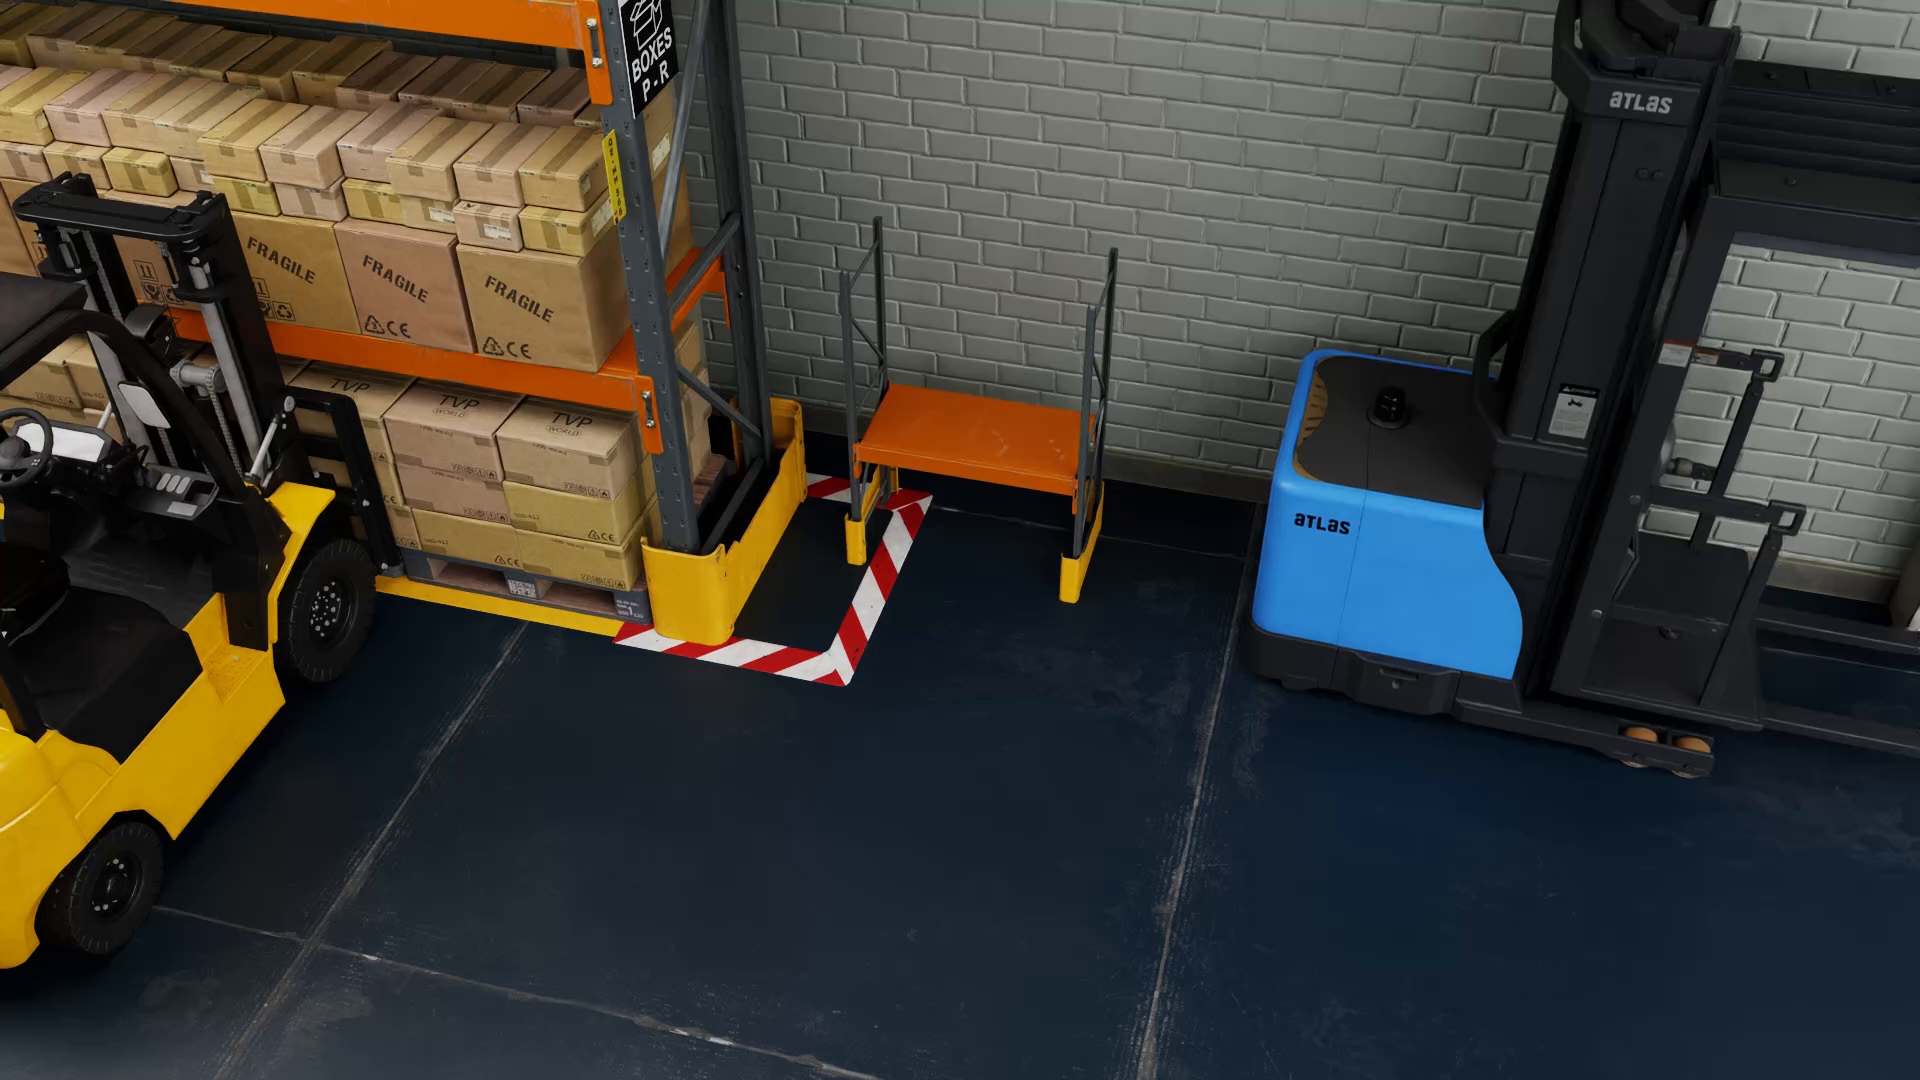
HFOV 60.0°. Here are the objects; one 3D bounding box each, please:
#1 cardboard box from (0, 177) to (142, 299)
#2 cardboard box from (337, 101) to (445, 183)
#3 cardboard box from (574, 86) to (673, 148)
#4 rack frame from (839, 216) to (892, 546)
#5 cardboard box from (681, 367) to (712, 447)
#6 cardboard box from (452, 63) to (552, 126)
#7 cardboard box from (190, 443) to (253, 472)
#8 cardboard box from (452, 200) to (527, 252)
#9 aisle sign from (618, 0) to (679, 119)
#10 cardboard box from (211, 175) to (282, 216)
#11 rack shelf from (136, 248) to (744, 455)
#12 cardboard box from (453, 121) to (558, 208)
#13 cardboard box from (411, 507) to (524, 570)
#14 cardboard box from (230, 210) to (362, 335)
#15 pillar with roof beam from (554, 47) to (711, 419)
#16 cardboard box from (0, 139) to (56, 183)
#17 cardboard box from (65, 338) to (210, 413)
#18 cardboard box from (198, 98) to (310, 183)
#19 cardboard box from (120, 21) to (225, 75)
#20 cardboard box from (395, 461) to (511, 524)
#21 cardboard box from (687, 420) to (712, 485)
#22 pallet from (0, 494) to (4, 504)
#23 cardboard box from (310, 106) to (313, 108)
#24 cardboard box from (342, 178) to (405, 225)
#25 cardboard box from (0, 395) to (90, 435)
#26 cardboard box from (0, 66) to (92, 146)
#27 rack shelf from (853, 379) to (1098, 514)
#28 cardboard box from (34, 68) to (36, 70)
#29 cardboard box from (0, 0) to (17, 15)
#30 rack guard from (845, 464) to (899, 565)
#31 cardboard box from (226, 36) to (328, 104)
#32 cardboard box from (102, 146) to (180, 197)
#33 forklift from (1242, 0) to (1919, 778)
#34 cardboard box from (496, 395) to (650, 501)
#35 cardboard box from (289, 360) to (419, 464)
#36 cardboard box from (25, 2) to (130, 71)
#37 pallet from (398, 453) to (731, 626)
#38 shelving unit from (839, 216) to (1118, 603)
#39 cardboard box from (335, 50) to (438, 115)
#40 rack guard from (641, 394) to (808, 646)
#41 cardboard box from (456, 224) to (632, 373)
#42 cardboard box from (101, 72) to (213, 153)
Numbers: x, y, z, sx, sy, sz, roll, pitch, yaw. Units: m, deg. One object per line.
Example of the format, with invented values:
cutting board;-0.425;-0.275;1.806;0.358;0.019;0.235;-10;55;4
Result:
cardboard box;-3.566;-1.383;6.987;0.500;0.500;0.500;9;41;11
cardboard box;-2.188;-1.541;6.439;0.250;0.149;0.380;10;41;12
cardboard box;-1.330;-1.665;6.587;0.250;0.149;0.380;9;41;11
rack frame;-0.409;-0.645;7.351;0.032;1.500;0.500;10;41;11
cardboard box;-1.461;-0.582;7.534;0.500;0.250;0.500;10;41;12
cardboard box;-1.832;-1.765;6.705;0.250;0.149;0.380;11;41;12
cardboard box;-3.080;-0.510;7.448;0.500;0.250;0.500;10;41;11
cardboard box;-1.722;-1.270;6.348;0.250;0.149;0.380;10;41;12
aisle sign;-1.073;-1.878;5.632;0.004;0.787;0.394;10;41;11
cardboard box;-2.713;-1.444;6.555;0.250;0.149;0.380;10;41;12
rack shelf;-2.992;-1.133;7.326;4.000;0.370;1.077;10;41;11
cardboard box;-1.707;-1.427;6.303;0.250;0.149;0.380;10;41;11
cardboard box;-2.074;-0.154;7.413;0.500;0.250;0.500;10;41;11
cardboard box;-2.598;-1.210;6.780;0.500;0.500;0.500;9;41;11
pillar with roof beam;-2.613;-1.374;2.389;0.400;9.000;9.100;10;41;11
cardboard box;-3.703;-1.611;6.754;0.250;0.149;0.380;9;41;11
cardboard box;-3.563;-0.789;7.392;0.500;0.250;0.500;11;41;13
cardboard box;-2.720;-1.555;6.456;0.250;0.149;0.380;11;41;12
cardboard box;-3.309;-2.043;7.037;0.250;0.149;0.380;9;41;11
cardboard box;-2.093;-0.352;7.259;0.500;0.250;0.500;9;41;11
cardboard box;-1.484;-0.387;7.690;0.500;0.250;0.500;10;41;12
pallet;-4.167;-0.515;8.199;1.213;0.211;1.003;10;41;11
cardboard box;-2.545;-1.838;7.024;0.250;0.149;0.380;11;41;13
cardboard box;-2.194;-1.400;6.502;0.250;0.149;0.380;9;41;11
cardboard box;-4.050;-0.685;7.657;0.500;0.250;0.500;10;41;11
cardboard box;-3.689;-1.747;6.684;0.250;0.149;0.380;9;41;11
rack shelf;0.082;-0.422;7.366;1.000;0.185;0.538;10;41;11
cardboard box;-4.043;-2.064;7.294;0.250;0.149;0.380;11;41;13
cardboard box;-4.306;-2.209;7.234;0.250;0.149;0.380;9;41;10
rack guard;-0.407;-0.166;7.753;0.087;0.250;0.587;10;41;11
cardboard box;-2.816;-1.940;6.914;0.250;0.149;0.380;10;41;12
cardboard box;-3.196;-1.542;6.671;0.250;0.149;0.380;9;41;11
forklift;2.770;-0.559;6.137;3.031;2.935;1.130;11;41;13
cardboard box;-1.586;-0.449;6.987;0.500;0.250;0.500;11;41;13
cardboard box;-2.571;-0.608;7.176;0.500;0.250;0.500;10;41;12
cardboard box;-3.789;-2.170;7.188;0.250;0.149;0.380;9;41;11
pallet;-1.810;-0.109;7.716;1.213;0.211;1.003;10;41;11
shelving unit;0.074;-0.562;7.253;1.083;1.500;0.587;10;41;11
cardboard box;-2.329;-1.843;6.799;0.250;0.149;0.380;11;41;13
rack guard;-1.037;-0.115;7.498;0.348;0.500;1.175;10;41;11
cardboard box;-1.604;-1.033;6.570;0.500;0.500;0.500;9;41;10
cardboard box;-3.183;-1.709;6.639;0.250;0.149;0.380;10;41;12
